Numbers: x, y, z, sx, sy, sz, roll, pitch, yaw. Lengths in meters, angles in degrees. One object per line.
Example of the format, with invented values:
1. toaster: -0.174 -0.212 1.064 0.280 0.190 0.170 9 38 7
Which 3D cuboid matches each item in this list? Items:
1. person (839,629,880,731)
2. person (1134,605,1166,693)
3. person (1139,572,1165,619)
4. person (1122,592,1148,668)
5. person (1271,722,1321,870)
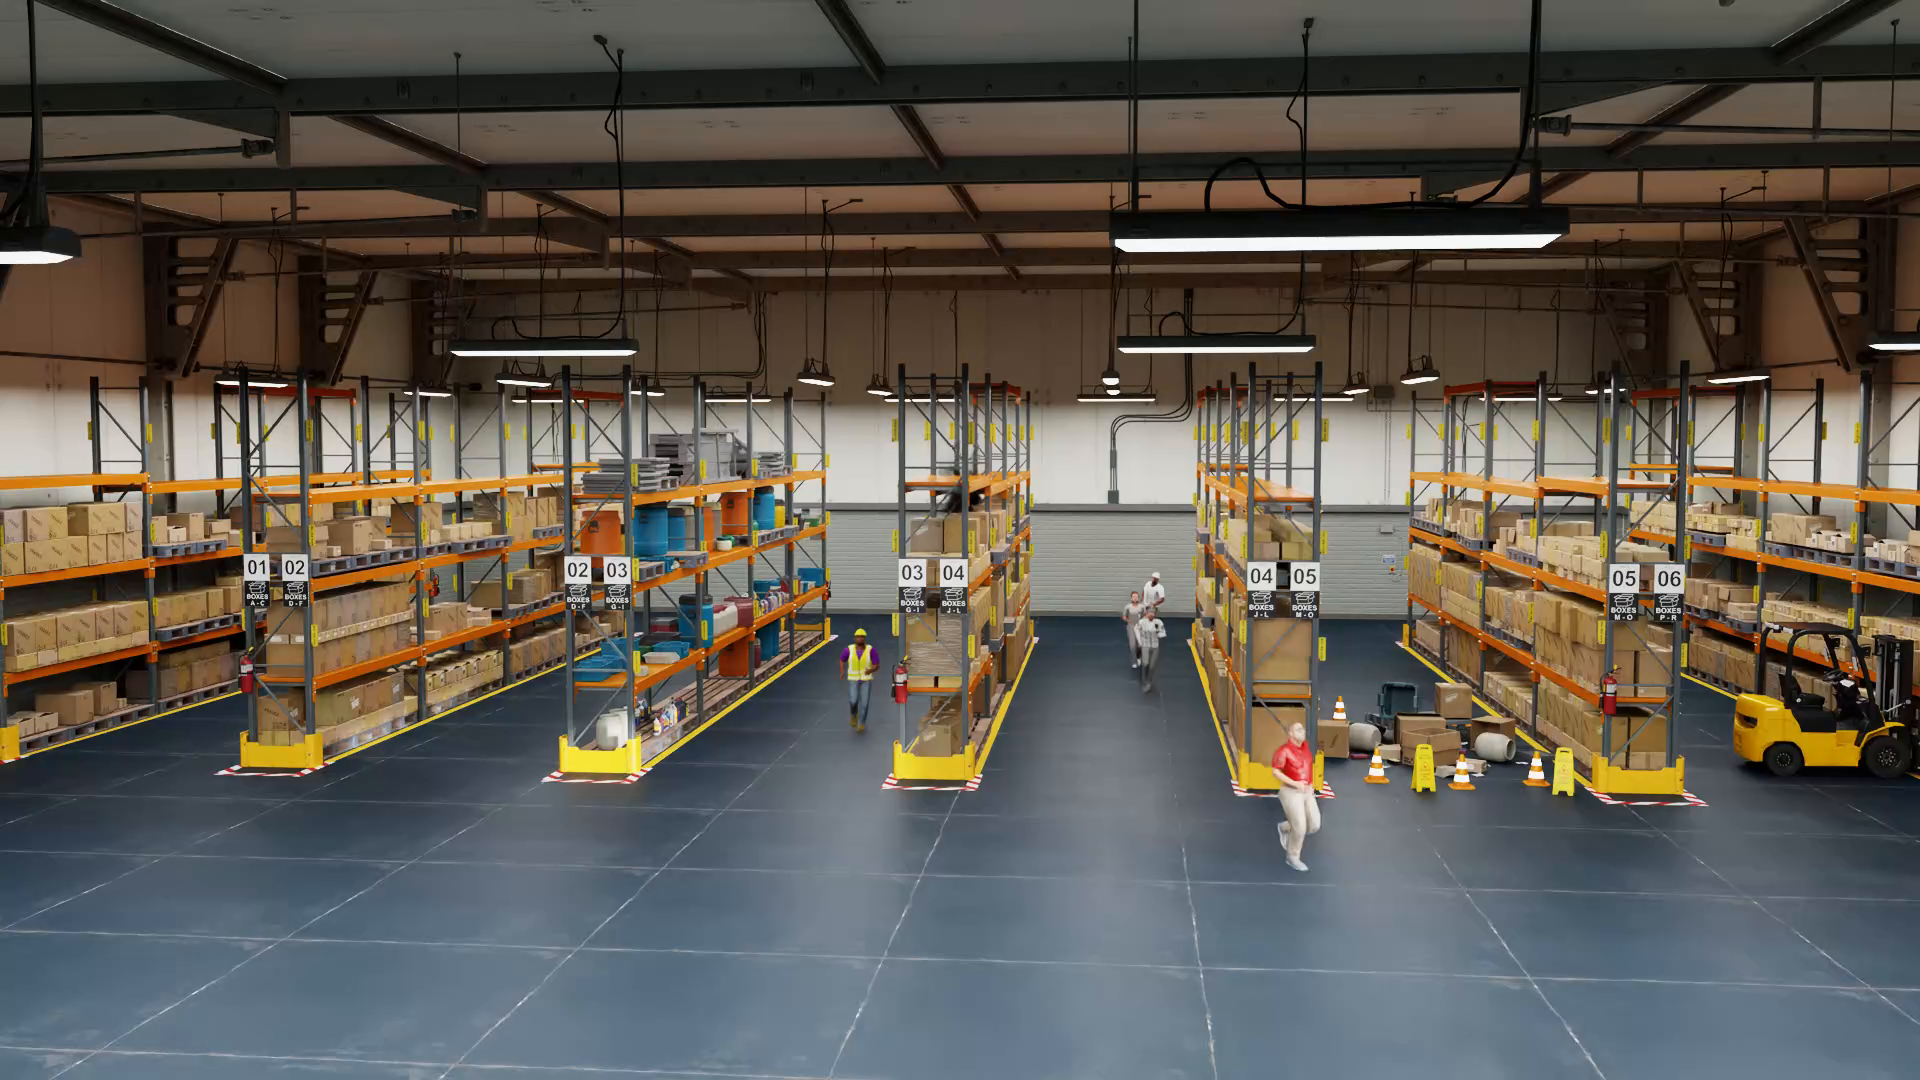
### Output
1. person: -1.681 2.348 27.798 0.690 1.721 0.588 0 4 -3
2. person: 3.690 2.102 32.213 0.596 1.712 0.749 0 4 -1
3. person: 4.564 1.589 40.200 0.531 1.657 0.886 -4 5 -45
4. person: 3.723 1.935 35.318 0.541 1.582 0.555 0 4 4
5. person: 3.871 2.938 19.226 0.697 1.693 0.627 -3 5 -41
